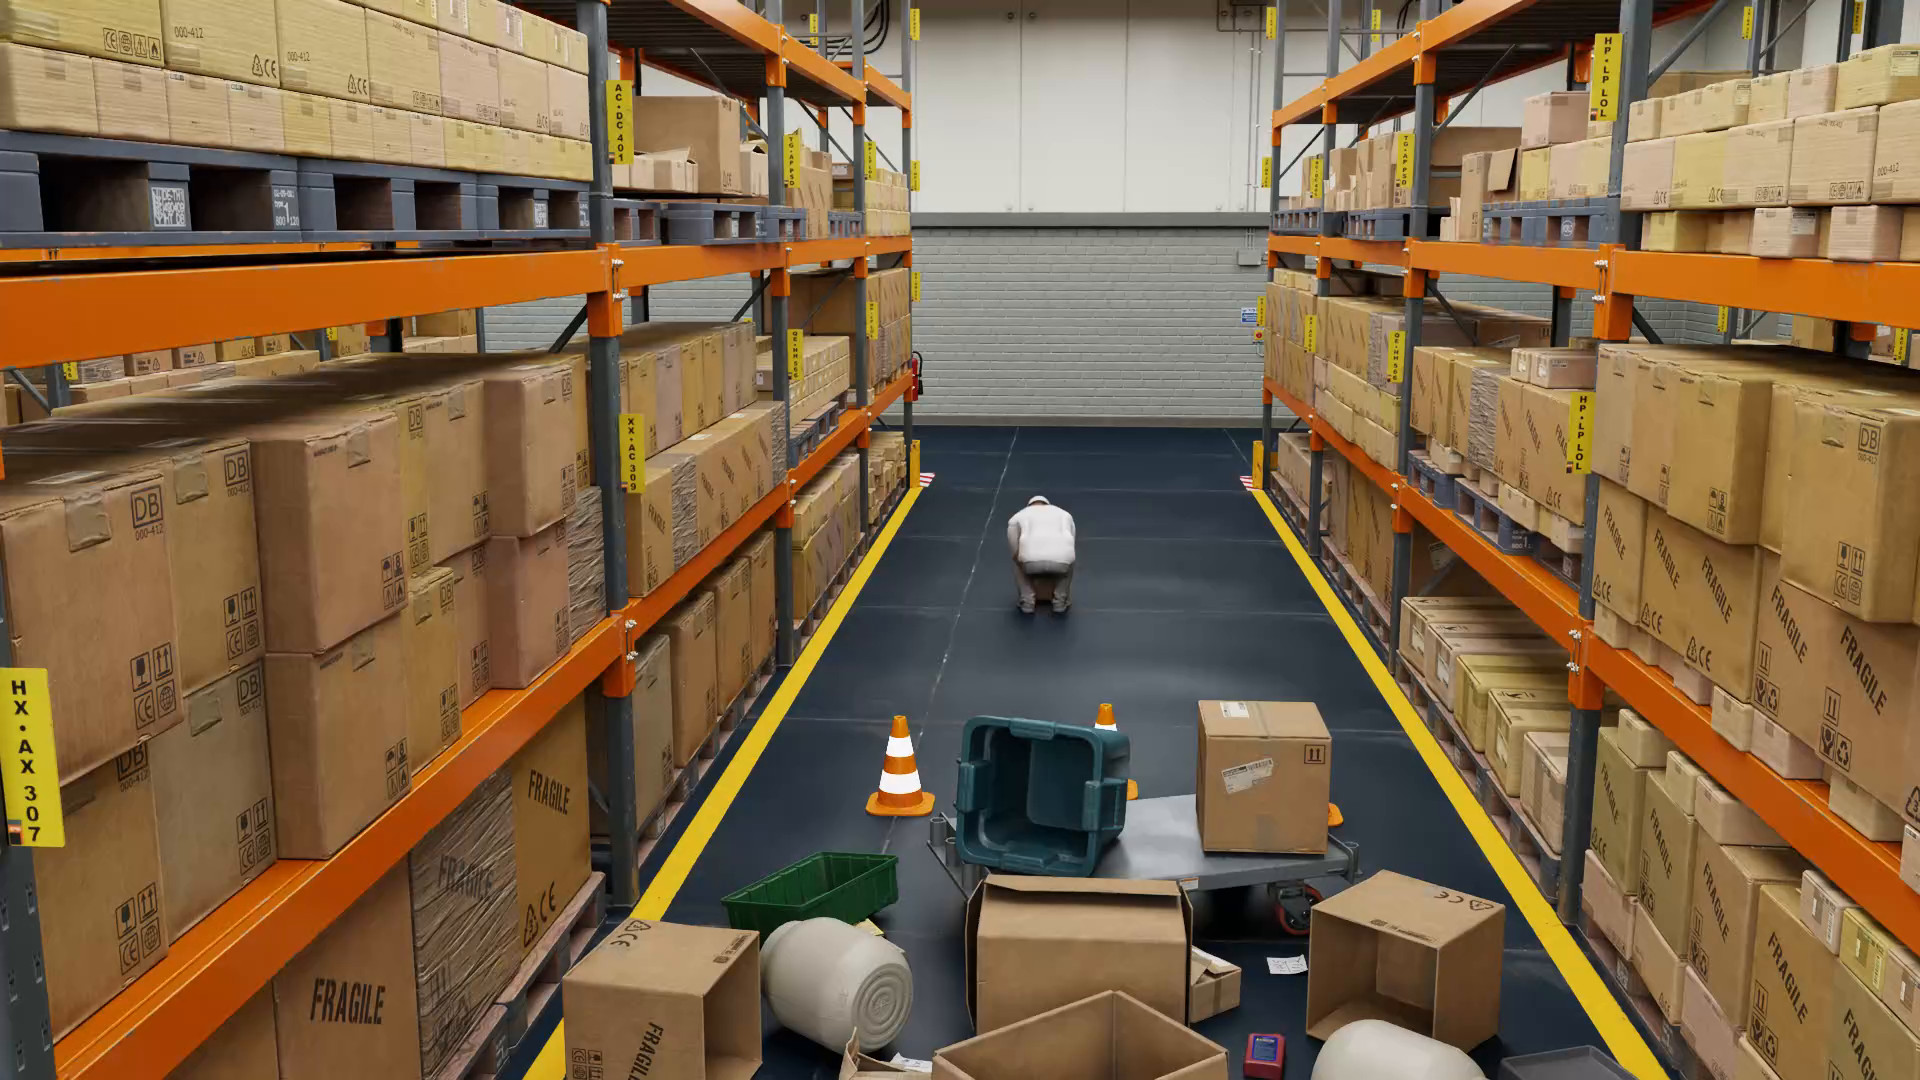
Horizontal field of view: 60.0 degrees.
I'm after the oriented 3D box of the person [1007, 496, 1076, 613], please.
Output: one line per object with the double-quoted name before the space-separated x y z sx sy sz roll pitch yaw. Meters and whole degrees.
"person" 0.630 0.145 12.882 0.531 0.863 0.943 1 11 3
